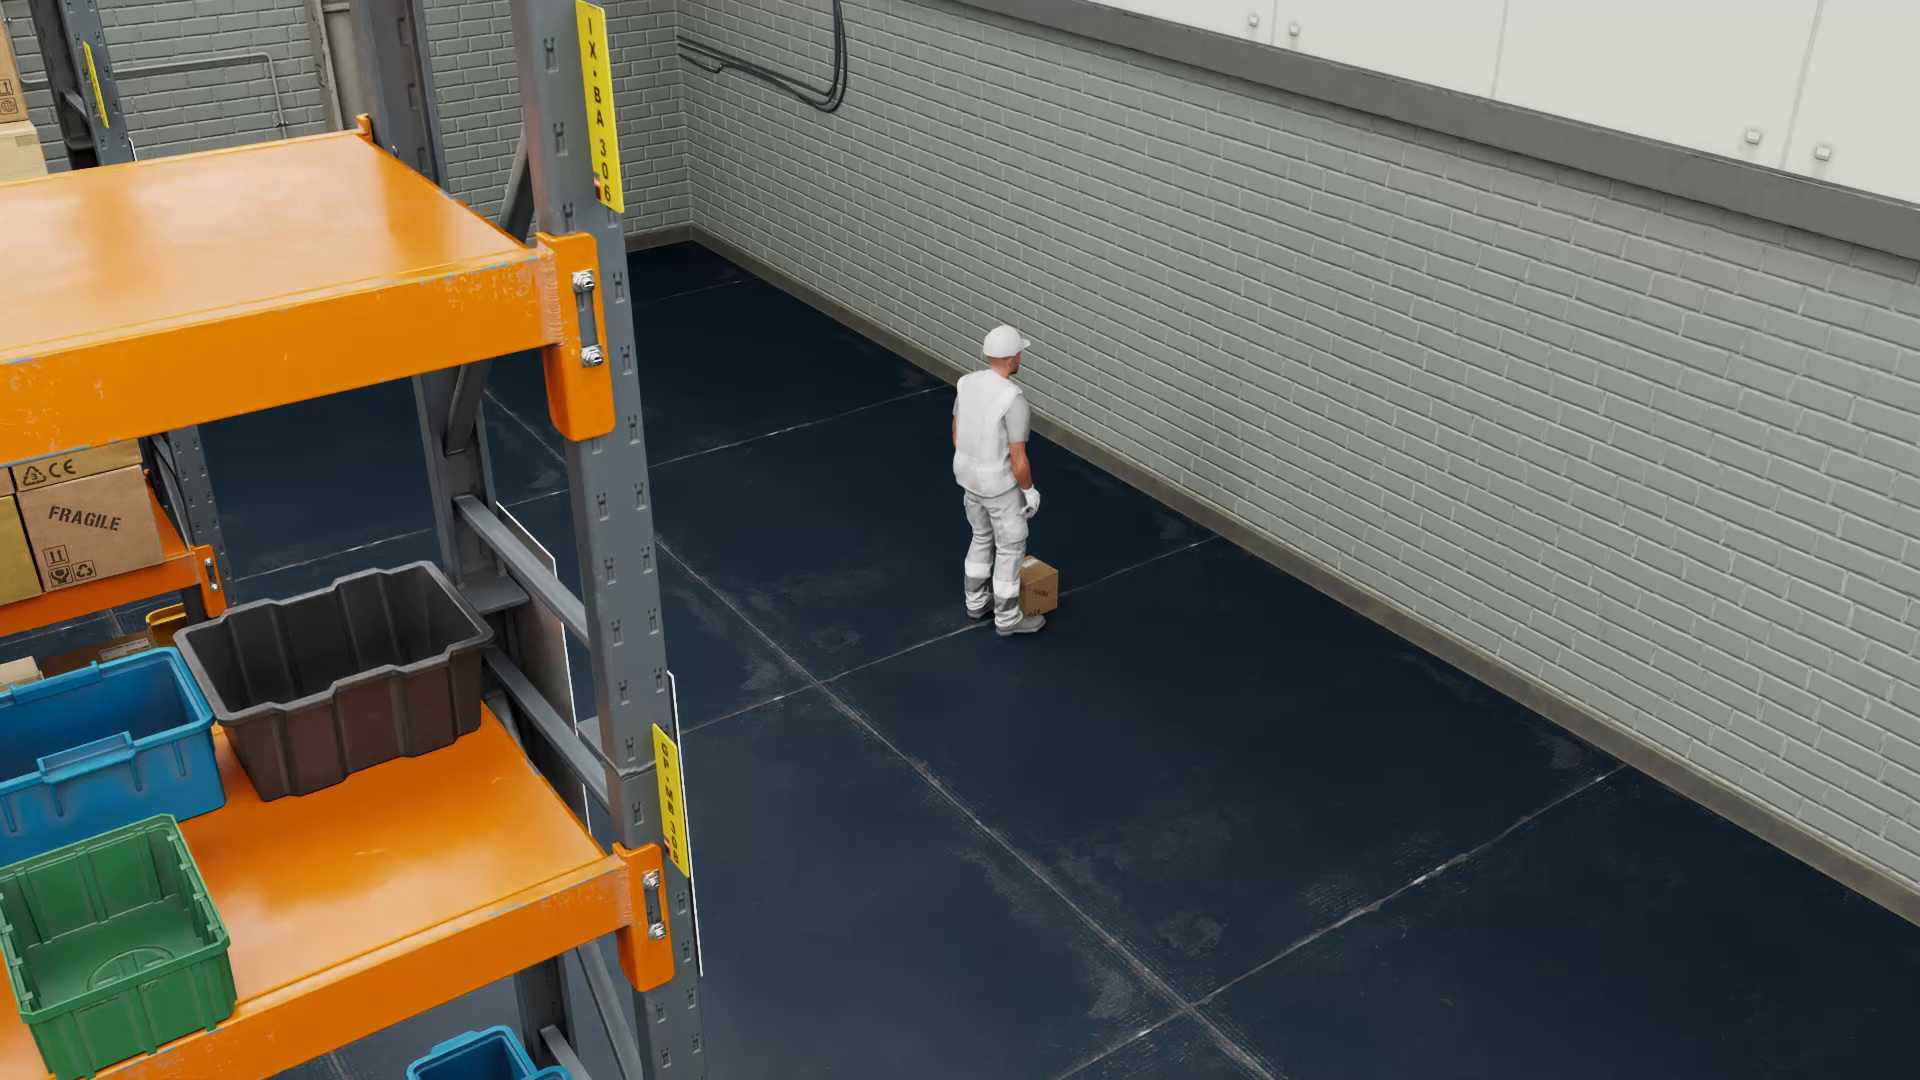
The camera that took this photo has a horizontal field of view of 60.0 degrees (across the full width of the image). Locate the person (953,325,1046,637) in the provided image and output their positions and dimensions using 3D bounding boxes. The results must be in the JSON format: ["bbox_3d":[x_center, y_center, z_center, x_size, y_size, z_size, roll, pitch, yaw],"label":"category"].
[{"bbox_3d":[0.204,-0.335,9.286,0.448,1.780,0.619,-21,35,-33],"label":"person"}]
